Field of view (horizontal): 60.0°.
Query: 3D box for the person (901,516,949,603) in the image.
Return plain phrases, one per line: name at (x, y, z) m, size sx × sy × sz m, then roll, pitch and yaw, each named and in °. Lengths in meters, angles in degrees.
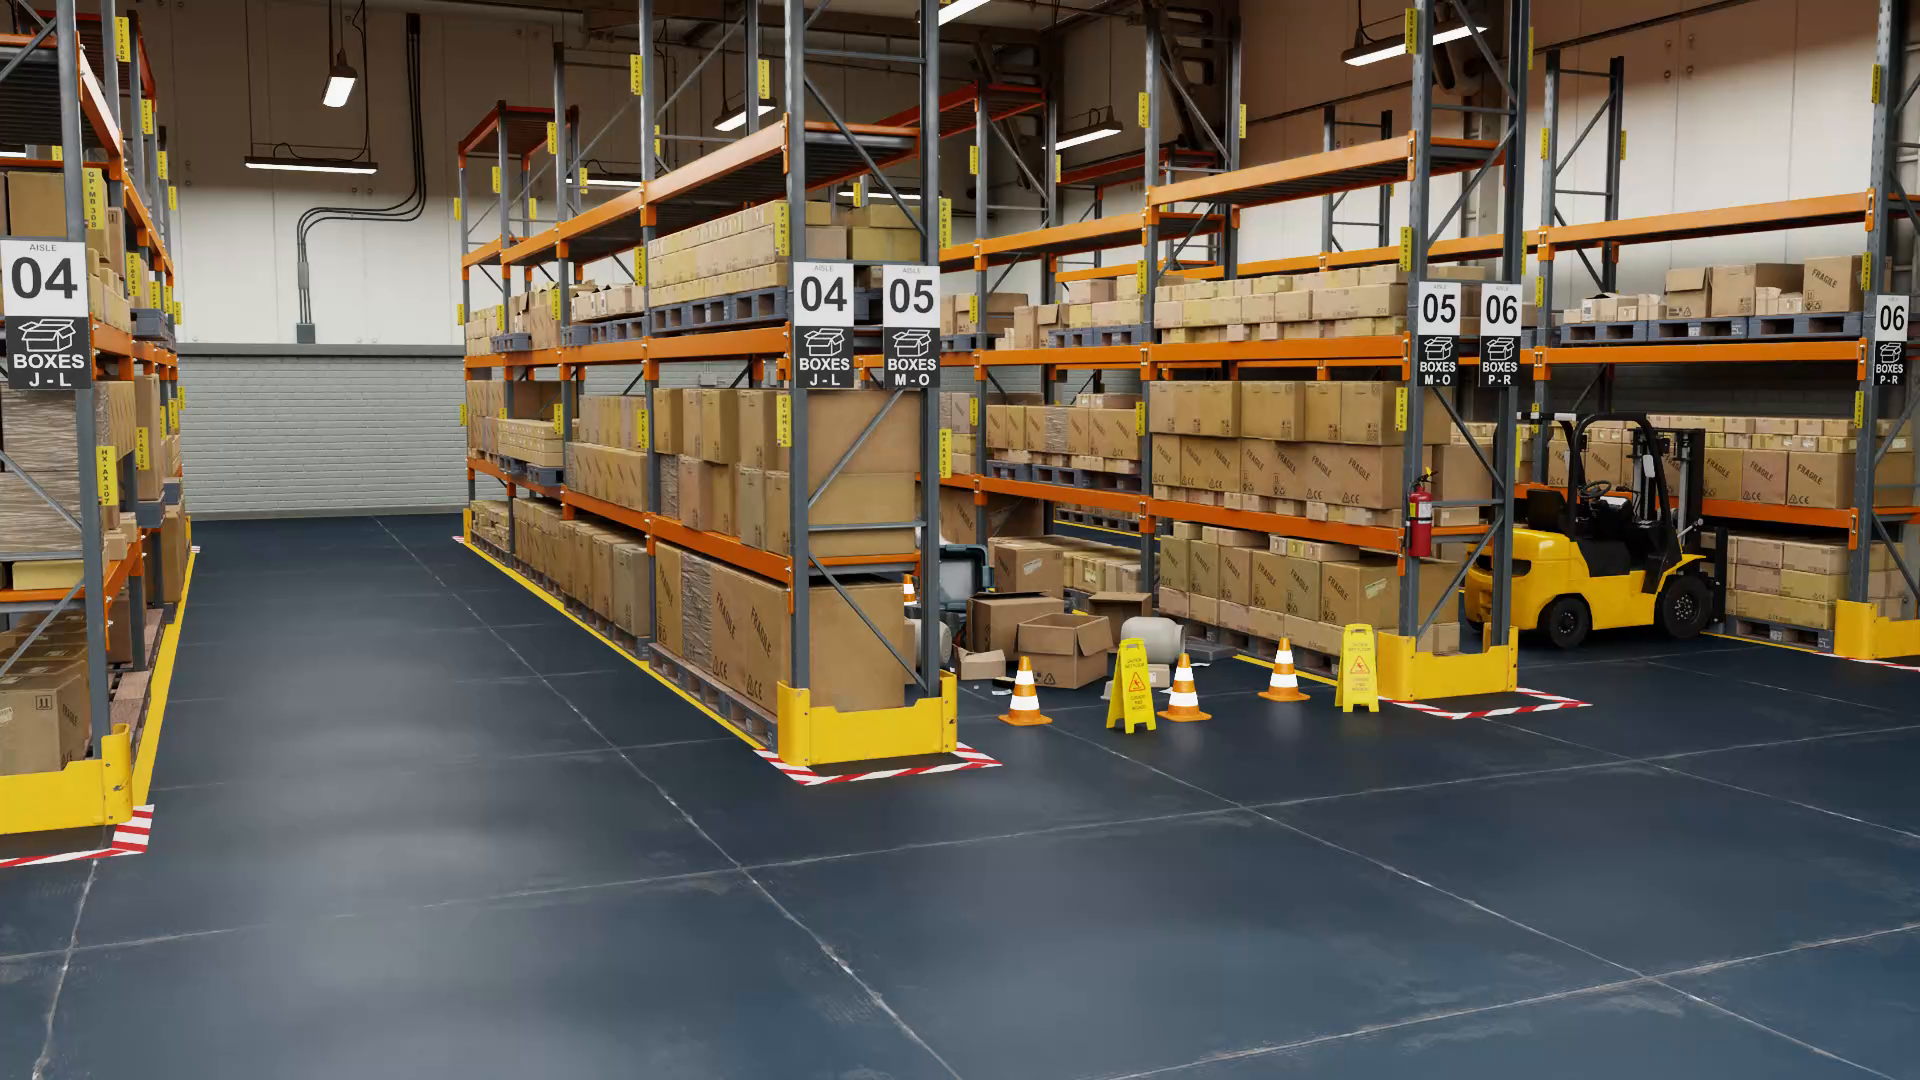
person at (-0.377, 0.218, 18.519) m, size 0.483 × 0.946 × 0.851 m, roll -2°, pitch 6°, yaw -24°
